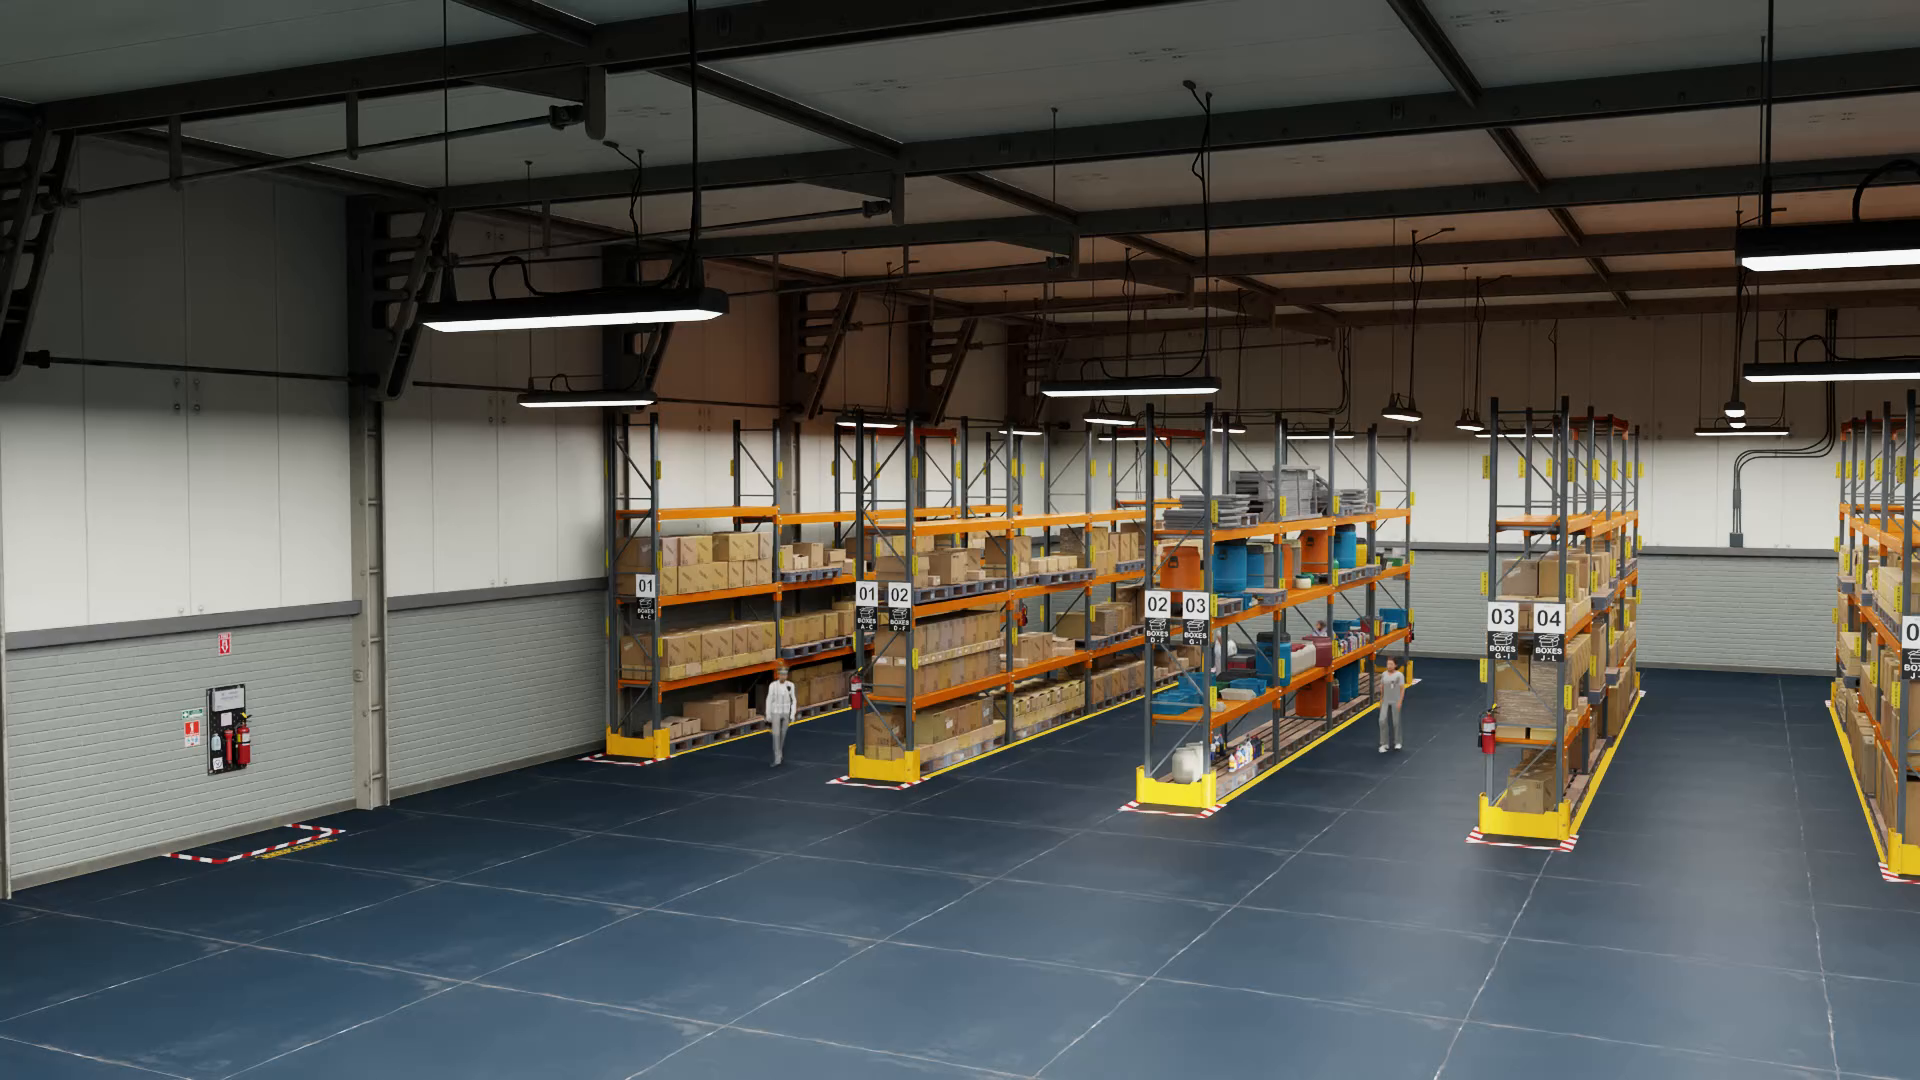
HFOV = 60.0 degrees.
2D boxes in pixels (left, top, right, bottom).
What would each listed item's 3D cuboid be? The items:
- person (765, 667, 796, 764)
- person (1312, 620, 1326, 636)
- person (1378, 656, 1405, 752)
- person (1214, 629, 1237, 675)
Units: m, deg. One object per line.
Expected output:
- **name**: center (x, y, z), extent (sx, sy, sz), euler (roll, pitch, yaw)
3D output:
- **person**: center (-3.048, 2.967, 28.363), extent (0.540, 1.629, 0.926), euler (-1, 3, -26)
- **person**: center (8.108, 2.609, 37.705), extent (0.573, 1.588, 1.030), euler (2, 3, 43)
- **person**: center (7.703, 2.925, 29.692), extent (0.501, 1.698, 0.619), euler (2, 3, 42)
- **person**: center (5.666, 2.703, 35.328), extent (0.553, 1.647, 0.552), euler (2, 3, 44)
